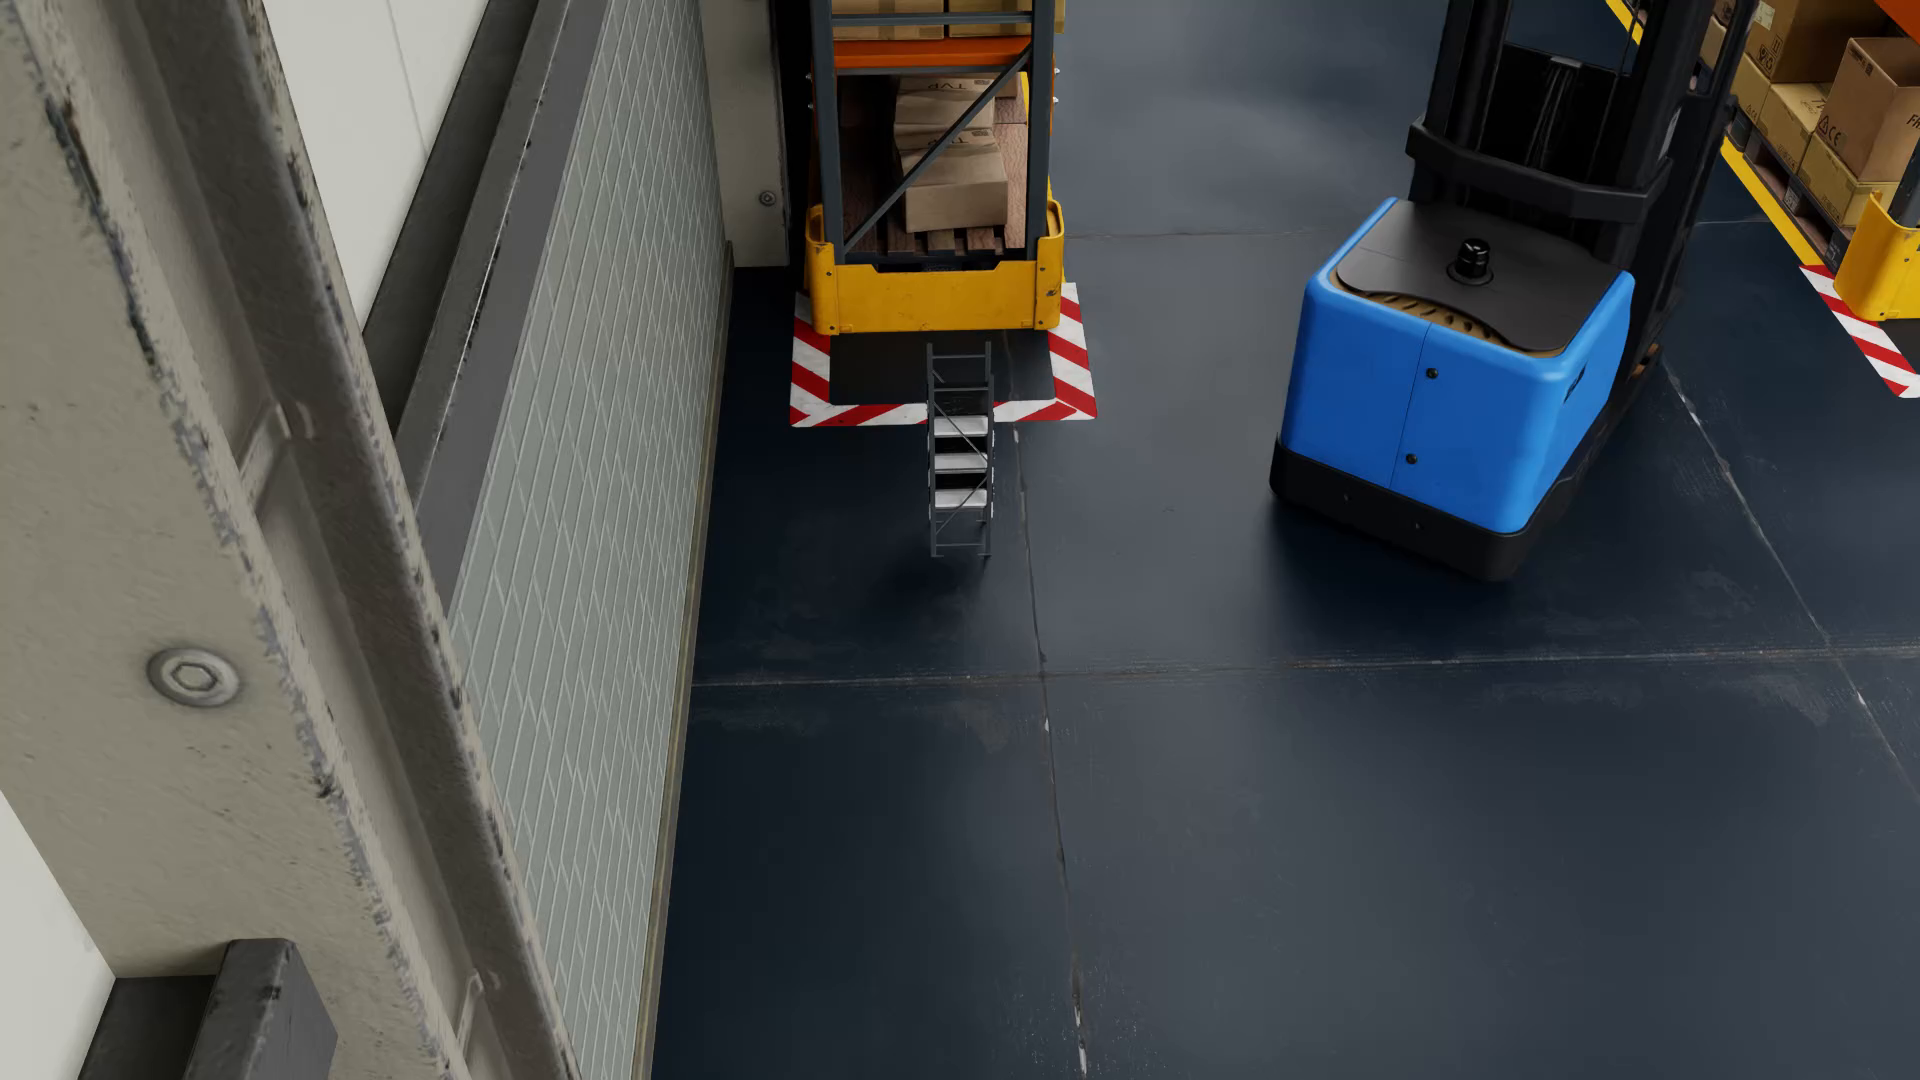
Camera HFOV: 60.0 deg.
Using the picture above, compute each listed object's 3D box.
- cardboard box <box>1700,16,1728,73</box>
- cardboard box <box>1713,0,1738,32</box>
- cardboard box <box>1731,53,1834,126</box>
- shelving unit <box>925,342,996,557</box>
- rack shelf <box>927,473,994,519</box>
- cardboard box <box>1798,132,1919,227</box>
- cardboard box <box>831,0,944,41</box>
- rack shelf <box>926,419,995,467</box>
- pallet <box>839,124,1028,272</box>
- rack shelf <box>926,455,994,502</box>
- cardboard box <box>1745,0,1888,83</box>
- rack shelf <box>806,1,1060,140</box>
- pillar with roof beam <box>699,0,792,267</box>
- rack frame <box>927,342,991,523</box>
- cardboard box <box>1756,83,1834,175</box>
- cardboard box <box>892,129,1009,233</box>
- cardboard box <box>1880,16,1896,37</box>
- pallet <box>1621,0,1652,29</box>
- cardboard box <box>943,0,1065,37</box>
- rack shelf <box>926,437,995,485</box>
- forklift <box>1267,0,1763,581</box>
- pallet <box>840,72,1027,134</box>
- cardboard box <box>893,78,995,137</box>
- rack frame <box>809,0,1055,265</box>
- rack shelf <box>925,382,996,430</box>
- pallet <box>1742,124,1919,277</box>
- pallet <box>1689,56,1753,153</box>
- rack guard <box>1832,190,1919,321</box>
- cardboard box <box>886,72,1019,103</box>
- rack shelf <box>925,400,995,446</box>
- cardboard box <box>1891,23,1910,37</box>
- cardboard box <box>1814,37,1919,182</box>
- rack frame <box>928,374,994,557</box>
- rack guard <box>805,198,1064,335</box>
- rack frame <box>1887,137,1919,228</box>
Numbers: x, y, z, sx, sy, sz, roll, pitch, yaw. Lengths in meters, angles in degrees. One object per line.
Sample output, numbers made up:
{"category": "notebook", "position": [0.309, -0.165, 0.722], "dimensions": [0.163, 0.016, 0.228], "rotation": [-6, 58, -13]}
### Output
{"category": "cardboard box", "position": [4.442, -2.799, 9.308], "dimensions": [0.500, 0.250, 0.500], "rotation": [-2, 43, -2]}
{"category": "cardboard box", "position": [4.438, -3.075, 9.054], "dimensions": [0.500, 0.500, 0.500], "rotation": [-2, 43, -2]}
{"category": "cardboard box", "position": [4.461, -2.461, 8.939], "dimensions": [0.500, 0.250, 0.500], "rotation": [-2, 43, -2]}
{"category": "shelving unit", "position": [0.000, -0.337, 6.452], "dimensions": [0.258, 0.900, 0.210], "rotation": [-2, 43, -2]}
{"category": "rack shelf", "position": [0.000, -0.180, 6.596], "dimensions": [0.258, 0.077, 0.200], "rotation": [-2, 43, -2]}
{"category": "cardboard box", "position": [4.518, -1.786, 8.203], "dimensions": [0.500, 0.250, 0.500], "rotation": [-2, 43, -2]}
{"category": "cardboard box", "position": [-0.327, -2.409, 7.255], "dimensions": [0.500, 0.250, 0.500], "rotation": [-1, 43, -1]}
{"category": "rack shelf", "position": [0.000, -0.379, 6.414], "dimensions": [0.258, 0.077, 0.200], "rotation": [-2, 43, -2]}
{"category": "pallet", "position": [-0.116, -1.720, 8.470], "dimensions": [1.003, 0.211, 1.213], "rotation": [-2, 43, -2]}
{"category": "rack shelf", "position": [0.000, -0.246, 6.535], "dimensions": [0.258, 0.077, 0.200], "rotation": [-2, 43, -2]}
{"category": "cardboard box", "position": [4.458, -2.738, 8.686], "dimensions": [0.500, 0.500, 0.500], "rotation": [-2, 43, -2]}
{"category": "rack shelf", "position": [-0.198, -3.232, 8.589], "dimensions": [1.077, 0.370, 4.000], "rotation": [-2, 43, -2]}
{"category": "pillar with roof beam", "position": [3.294, -4.930, 5.469], "dimensions": [9.100, 9.000, 0.400], "rotation": [-2, 43, -2]}
{"category": "rack frame", "position": [-0.005, -0.406, 6.527], "dimensions": [0.240, 0.900, 0.006], "rotation": [-2, 43, -2]}
{"category": "cardboard box", "position": [4.484, -2.124, 8.571], "dimensions": [0.500, 0.250, 0.500], "rotation": [-2, 43, -2]}
{"category": "cardboard box", "position": [-0.053, -1.788, 8.145], "dimensions": [0.500, 0.311, 0.500], "rotation": [-6, 43, -7]}
{"category": "cardboard box", "position": [4.978, -2.752, 8.702], "dimensions": [0.500, 0.500, 0.500], "rotation": [-2, 43, -2]}
{"category": "pallet", "position": [4.658, -3.426, 10.332], "dimensions": [1.003, 0.211, 1.213], "rotation": [-2, 43, -2]}
{"category": "cardboard box", "position": [0.183, -2.438, 7.286], "dimensions": [0.500, 0.250, 0.500], "rotation": [-3, 43, -3]}
{"category": "rack shelf", "position": [0.000, -0.313, 6.474], "dimensions": [0.258, 0.077, 0.200], "rotation": [-2, 43, -2]}
{"category": "forklift", "position": [2.543, -1.877, 6.628], "dimensions": [1.130, 2.935, 3.031], "rotation": [26, 48, 25]}
{"category": "pallet", "position": [-0.165, -2.542, 9.366], "dimensions": [1.003, 0.211, 1.213], "rotation": [-2, 43, -2]}
{"category": "cardboard box", "position": [-0.077, -2.173, 8.565], "dimensions": [0.500, 0.311, 0.500], "rotation": [2, 43, 2]}
{"category": "rack frame", "position": [-0.113, -2.147, 6.872], "dimensions": [1.000, 3.000, 0.127], "rotation": [-2, 43, -2]}
{"category": "rack shelf", "position": [0.000, -0.512, 6.292], "dimensions": [0.258, 0.077, 0.200], "rotation": [-2, 43, -2]}
{"category": "pallet", "position": [4.761, -1.779, 8.534], "dimensions": [1.003, 0.211, 1.213], "rotation": [-2, 43, -2]}
{"category": "pallet", "position": [4.713, -2.601, 9.431], "dimensions": [1.003, 0.211, 1.213], "rotation": [-2, 43, -2]}
{"category": "rack guard", "position": [4.837, -1.354, 7.857], "dimensions": [1.175, 0.500, 0.348], "rotation": [-2, 43, -2]}
{"category": "cardboard box", "position": [-0.058, -2.739, 9.043], "dimensions": [0.700, 0.500, 0.500], "rotation": [-4, 43, -4]}
{"category": "rack shelf", "position": [0.000, -0.445, 6.353], "dimensions": [0.258, 0.077, 0.200], "rotation": [-2, 43, -2]}
{"category": "cardboard box", "position": [5.012, -2.415, 8.334], "dimensions": [0.500, 0.500, 0.500], "rotation": [-2, 43, -2]}
{"category": "cardboard box", "position": [4.516, -2.063, 7.950], "dimensions": [0.500, 0.500, 0.500], "rotation": [-2, 43, -2]}
{"category": "rack frame", "position": [0.004, -0.269, 6.377], "dimensions": [0.240, 0.900, 0.006], "rotation": [-2, 43, -2]}
{"category": "rack guard", "position": [-0.117, -1.277, 7.773], "dimensions": [1.175, 0.500, 0.348], "rotation": [-2, 43, -2]}
{"category": "rack frame", "position": [4.836, -2.292, 7.030], "dimensions": [1.000, 3.000, 0.127], "rotation": [-2, 43, -2]}
